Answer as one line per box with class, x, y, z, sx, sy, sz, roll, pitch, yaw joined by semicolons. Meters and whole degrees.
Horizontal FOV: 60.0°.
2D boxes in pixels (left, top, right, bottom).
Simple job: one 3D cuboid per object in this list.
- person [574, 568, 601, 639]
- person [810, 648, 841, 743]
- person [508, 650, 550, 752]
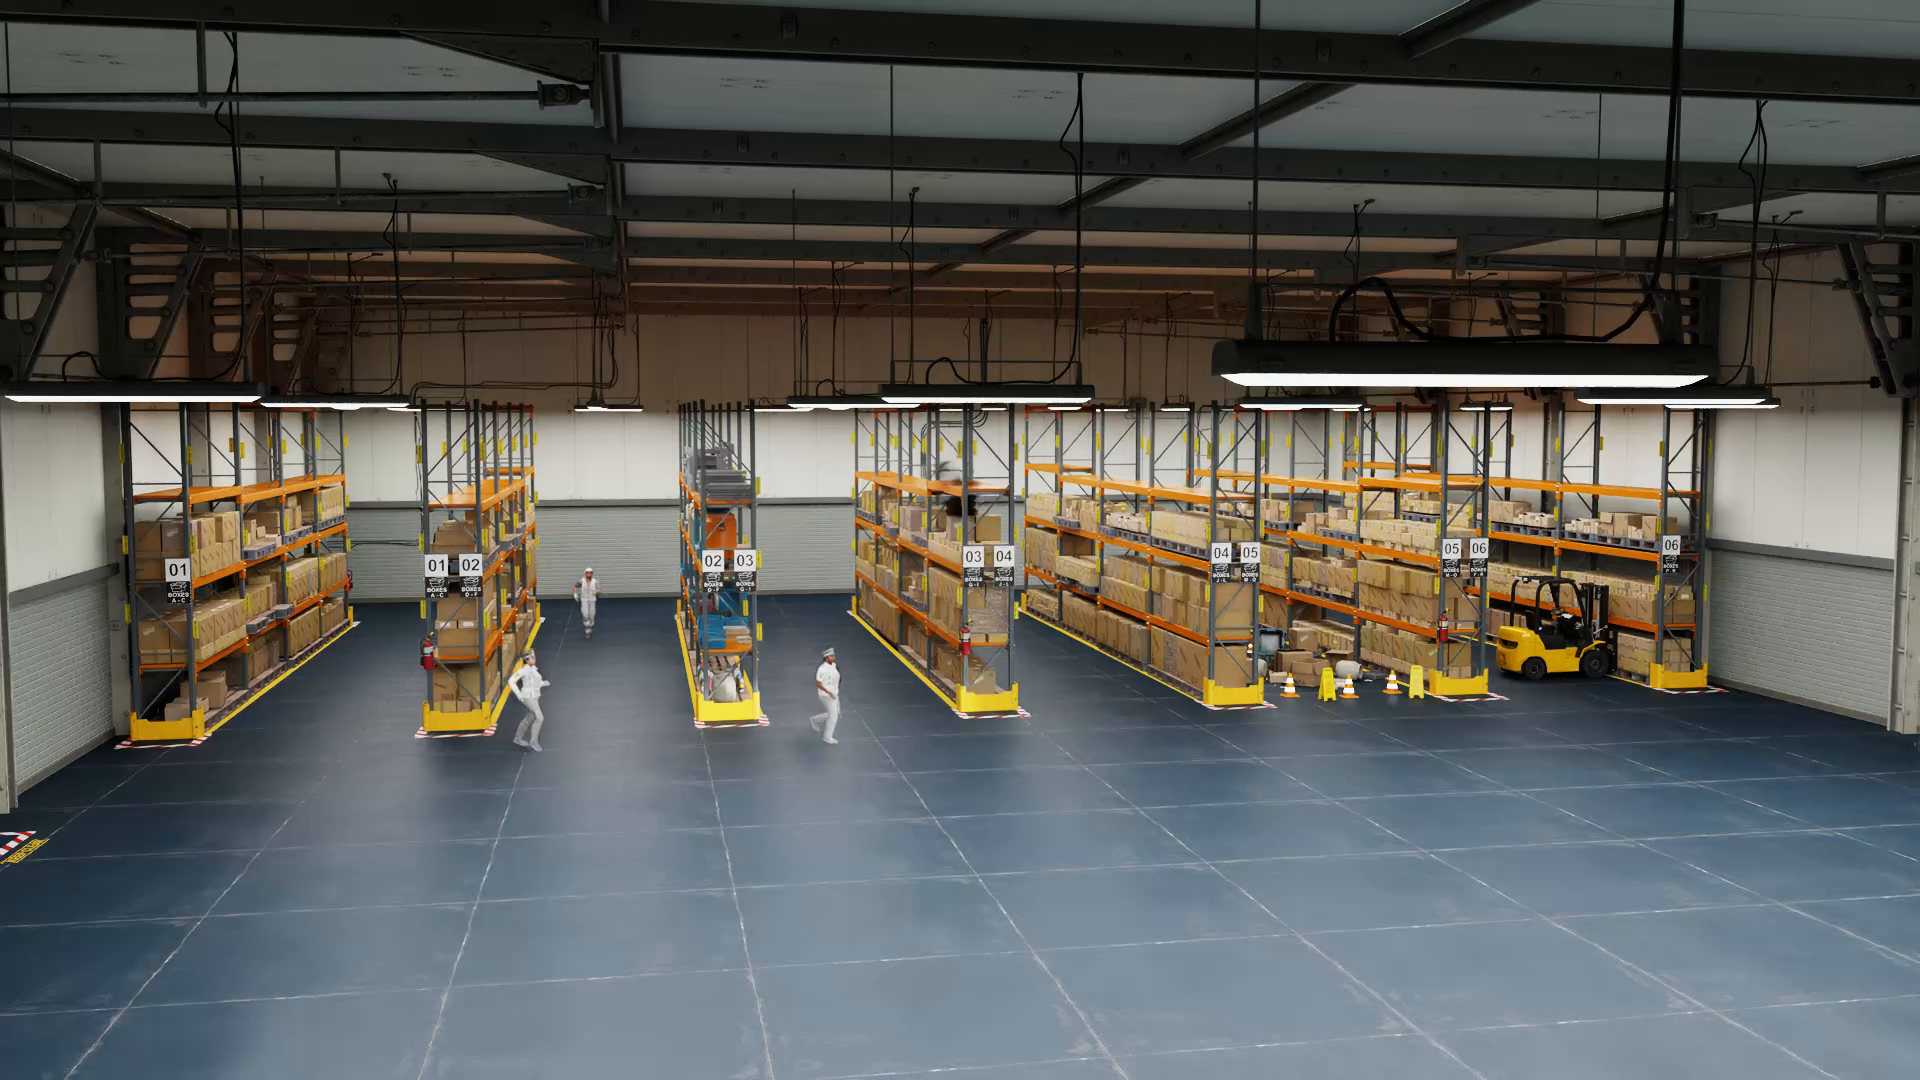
person;-9.566;1.625;42.759;0.669;1.821;0.779;-2;5;-20
person;-2.360;2.708;29.117;0.608;1.687;0.586;2;5;26
person;-7.328;2.742;28.359;0.732;1.749;0.580;1;4;12
